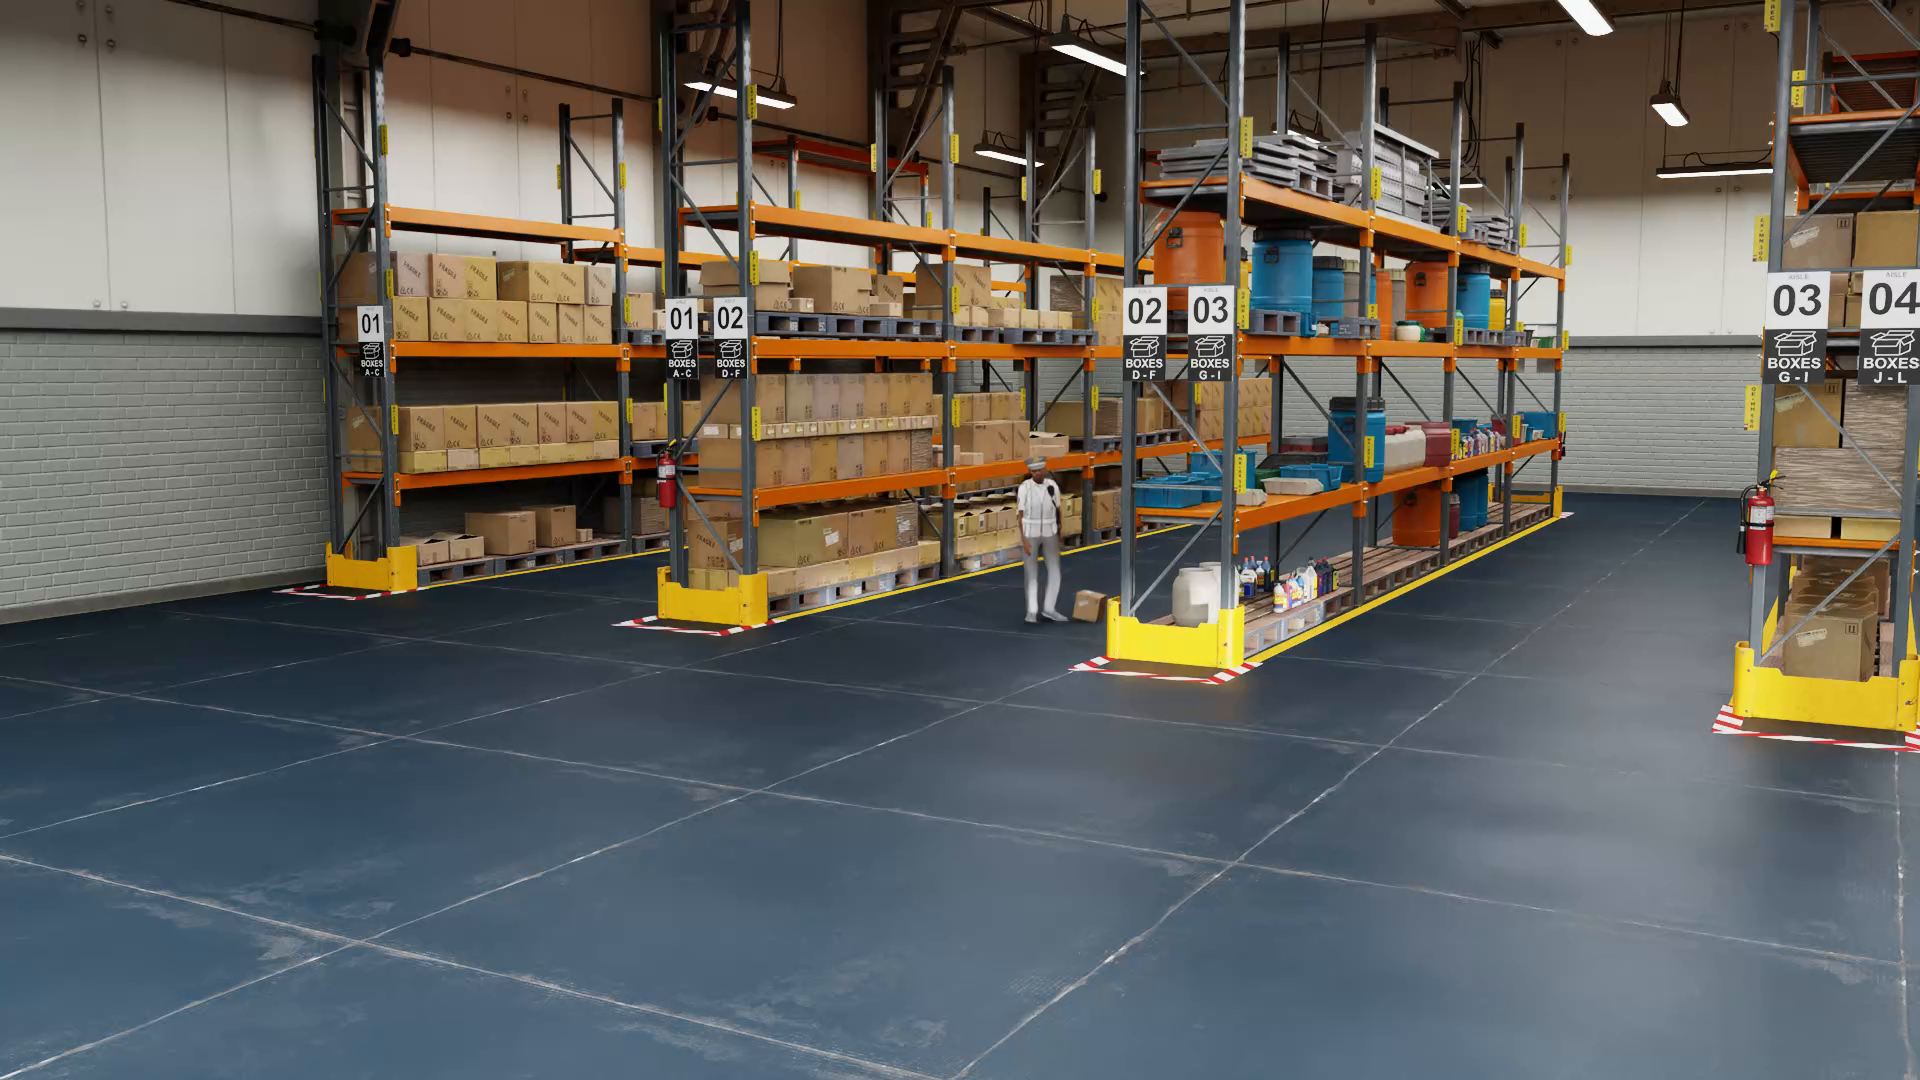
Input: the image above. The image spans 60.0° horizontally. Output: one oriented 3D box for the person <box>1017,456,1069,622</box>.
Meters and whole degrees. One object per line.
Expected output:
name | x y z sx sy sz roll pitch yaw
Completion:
person | 0.822 -0.008 16.443 0.523 1.671 0.392 -1 6 -6
